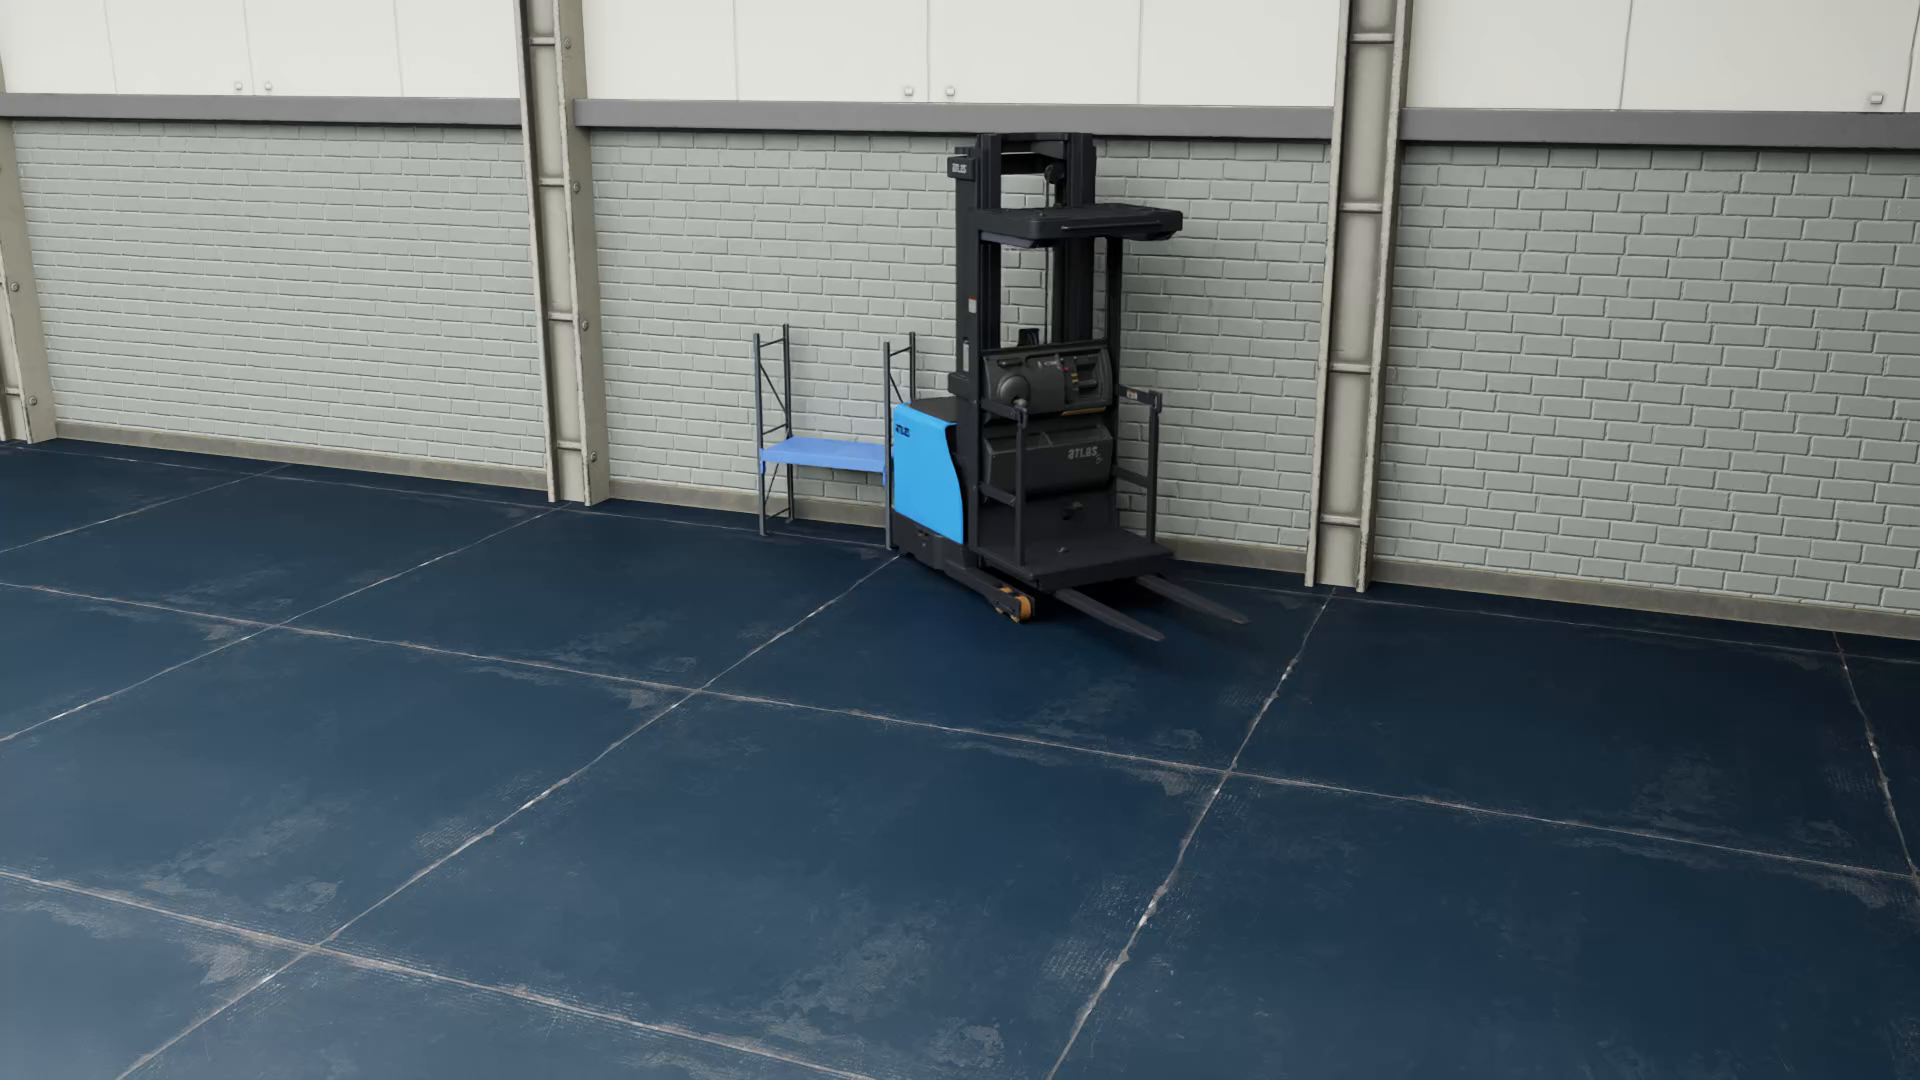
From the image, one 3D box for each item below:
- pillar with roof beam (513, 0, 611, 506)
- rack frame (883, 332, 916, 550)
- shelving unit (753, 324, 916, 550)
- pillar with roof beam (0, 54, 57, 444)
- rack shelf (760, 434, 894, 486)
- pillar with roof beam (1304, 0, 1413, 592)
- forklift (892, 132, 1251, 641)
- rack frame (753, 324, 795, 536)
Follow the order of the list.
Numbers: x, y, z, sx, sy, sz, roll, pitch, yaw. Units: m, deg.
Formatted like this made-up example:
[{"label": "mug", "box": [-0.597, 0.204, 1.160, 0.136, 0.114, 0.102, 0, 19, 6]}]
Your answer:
[{"label": "pillar with roof beam", "box": [-4.617, -3.533, 8.202, 0.400, 9.000, 9.100, 6, 17, 21]}, {"label": "rack frame", "box": [-0.425, -0.712, 11.937, 0.032, 1.500, 0.500, 6, 17, 21]}, {"label": "shelving unit", "box": [-0.898, -0.764, 12.116, 1.048, 1.500, 0.538, 6, 17, 21]}, {"label": "pillar with roof beam", "box": [-10.198, -4.147, 10.316, 0.400, 9.000, 9.100, 6, 17, 21]}, {"label": "rack shelf", "box": [-0.898, -0.592, 12.166, 1.000, 0.185, 0.538, 6, 17, 21]}, {"label": "pillar with roof beam", "box": [0.965, -2.919, 6.088, 0.400, 9.000, 9.100, 6, 17, 21]}, {"label": "forklift", "box": [0.675, -1.039, 10.494, 1.130, 2.935, 3.031, -9, 18, -28]}, {"label": "rack frame", "box": [-1.371, -0.816, 12.295, 0.032, 1.500, 0.500, 6, 17, 21]}]
